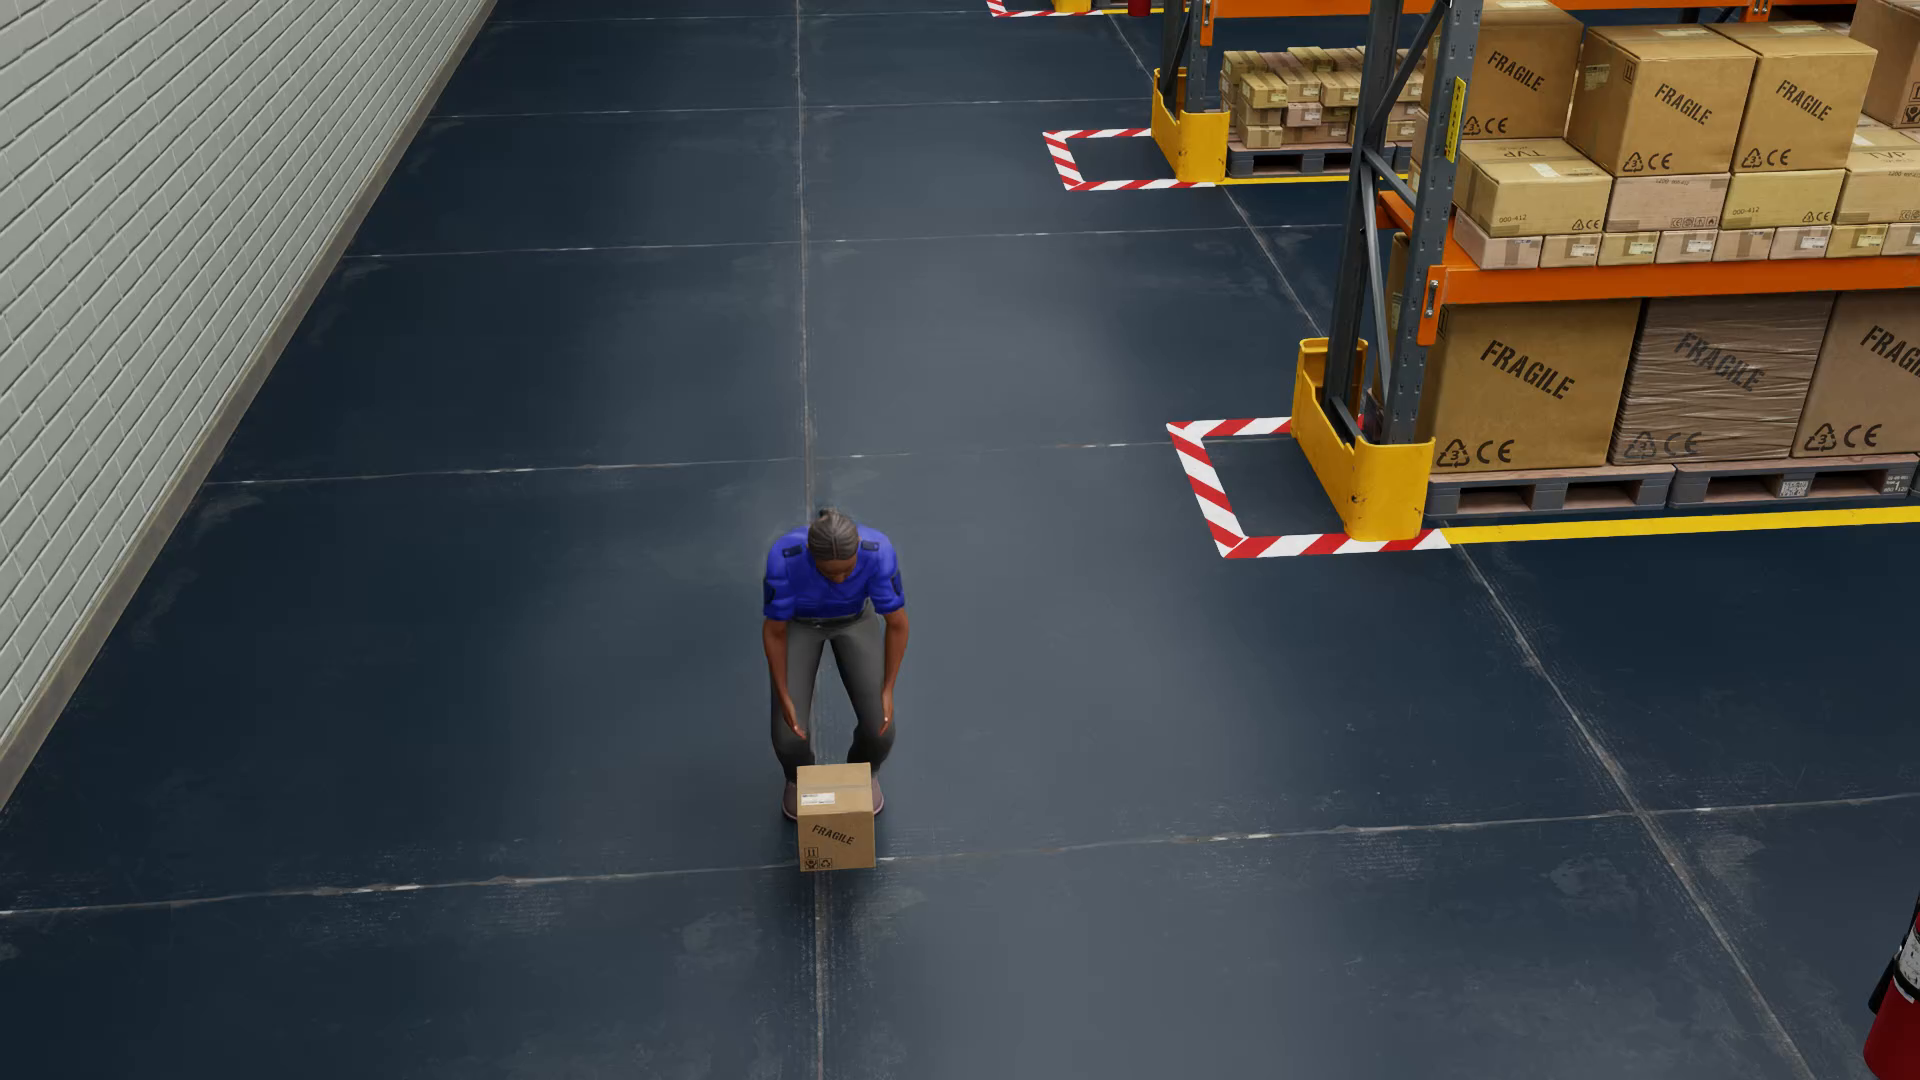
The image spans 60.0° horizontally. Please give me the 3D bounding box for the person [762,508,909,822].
[{"bbox_3d":[-0.427,0.396,5.782,0.496,1.362,0.635,-3,31,-4],"label":"person"}]
